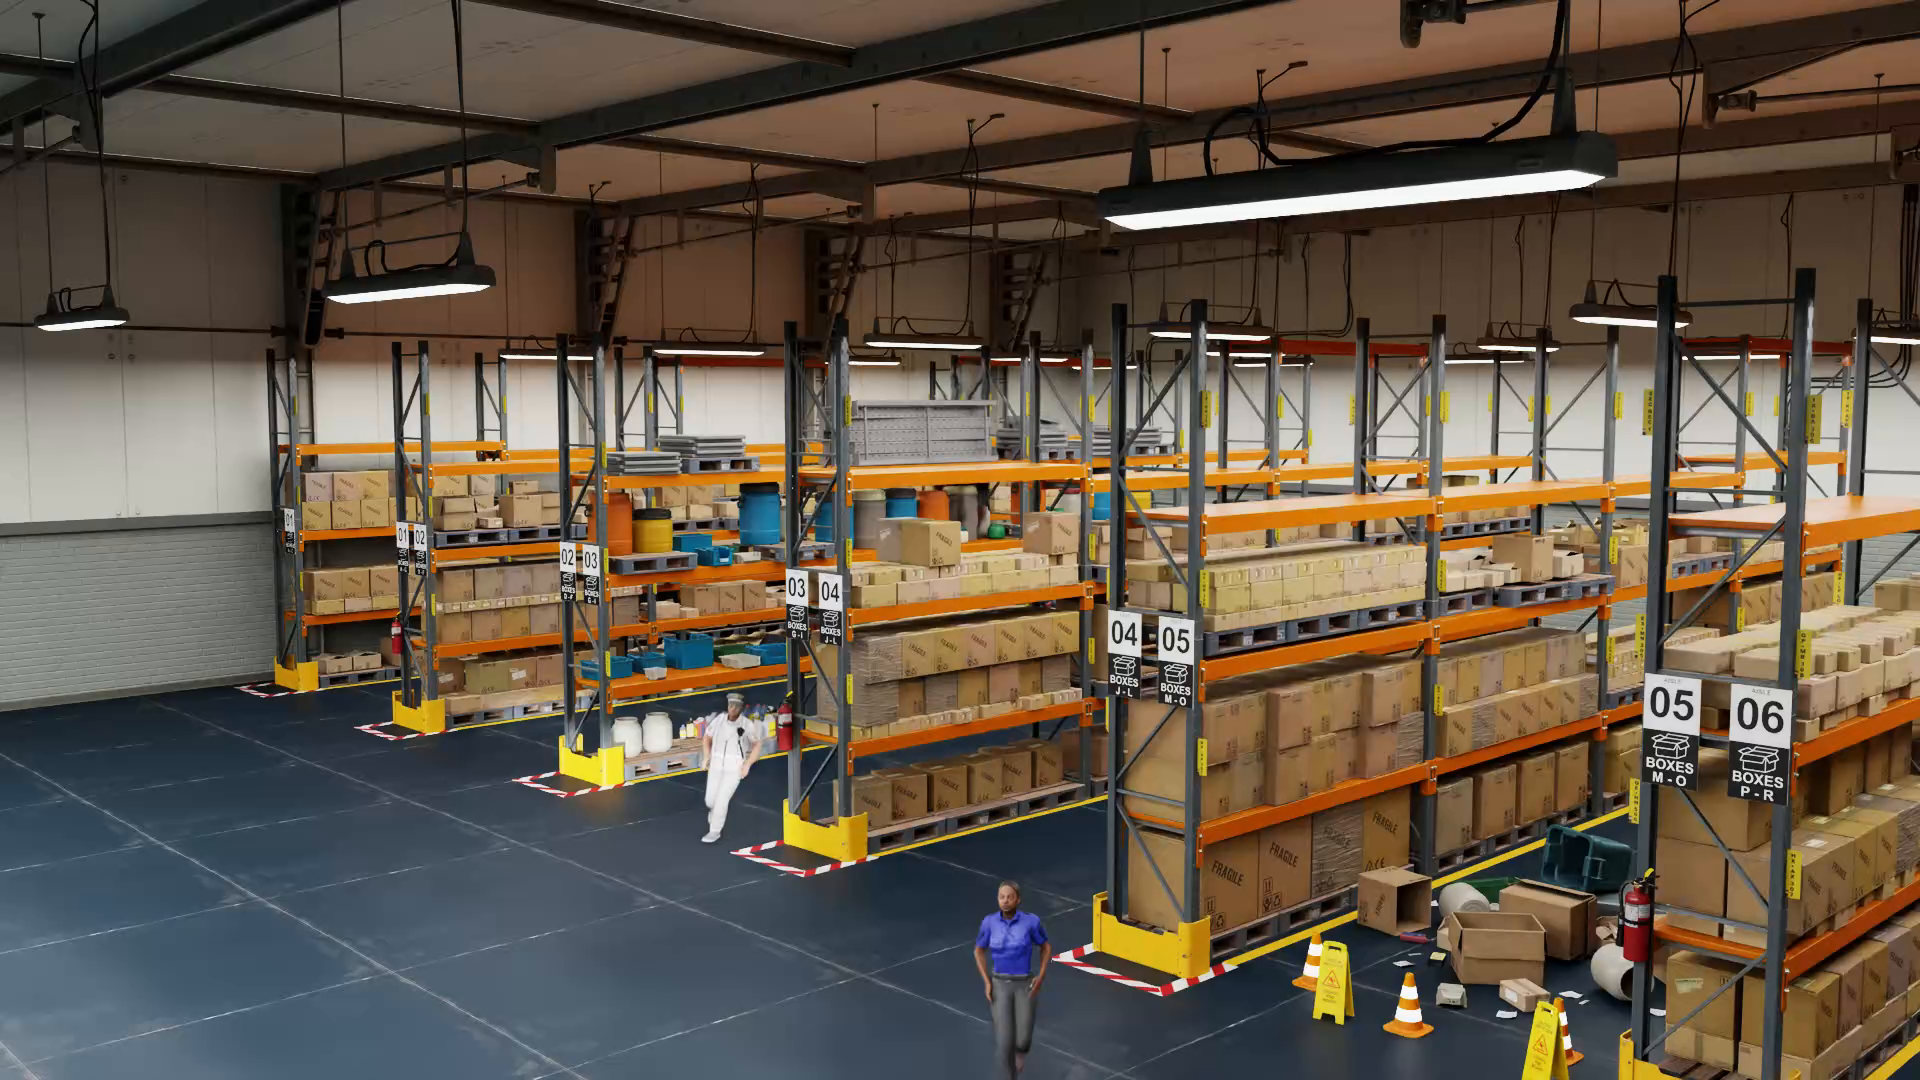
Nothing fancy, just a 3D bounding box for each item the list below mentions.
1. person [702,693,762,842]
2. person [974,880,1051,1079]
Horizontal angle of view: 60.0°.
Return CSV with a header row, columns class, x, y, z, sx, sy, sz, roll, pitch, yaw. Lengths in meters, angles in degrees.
class,x,y,z,sx,sy,sz,roll,pitch,yaw
person,-2.682,2.629,19.447,0.705,1.713,0.667,1,5,8
person,0.385,3.306,12.301,0.575,1.626,0.533,0,5,5
